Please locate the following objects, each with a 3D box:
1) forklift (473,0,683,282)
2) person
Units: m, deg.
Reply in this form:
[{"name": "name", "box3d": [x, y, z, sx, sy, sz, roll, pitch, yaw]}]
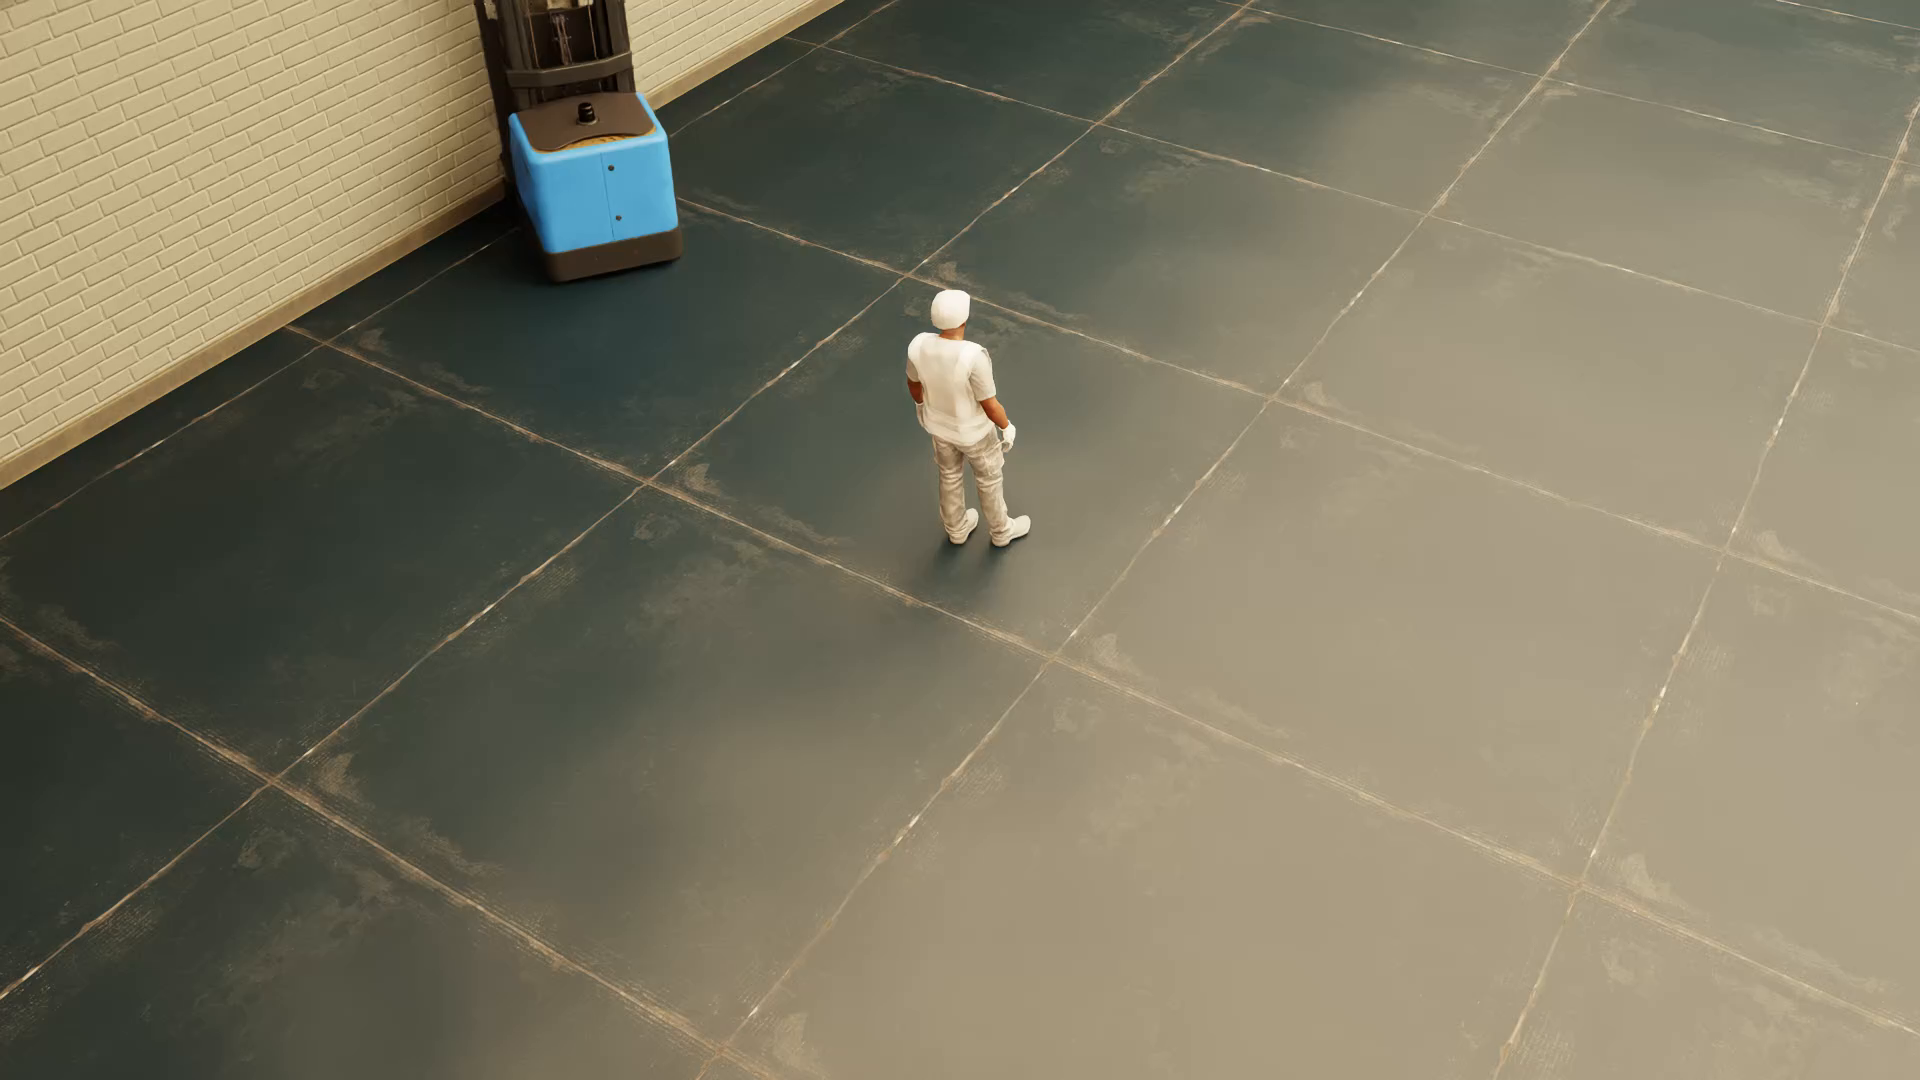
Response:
[{"name": "forklift", "box3d": [-3.150, -4.000, 12.687, 1.130, 2.935, 3.031, -15, 43, -17]}, {"name": "person", "box3d": [0.046, -0.722, 9.695, 0.656, 1.782, 0.577, 22, 45, 24]}]
